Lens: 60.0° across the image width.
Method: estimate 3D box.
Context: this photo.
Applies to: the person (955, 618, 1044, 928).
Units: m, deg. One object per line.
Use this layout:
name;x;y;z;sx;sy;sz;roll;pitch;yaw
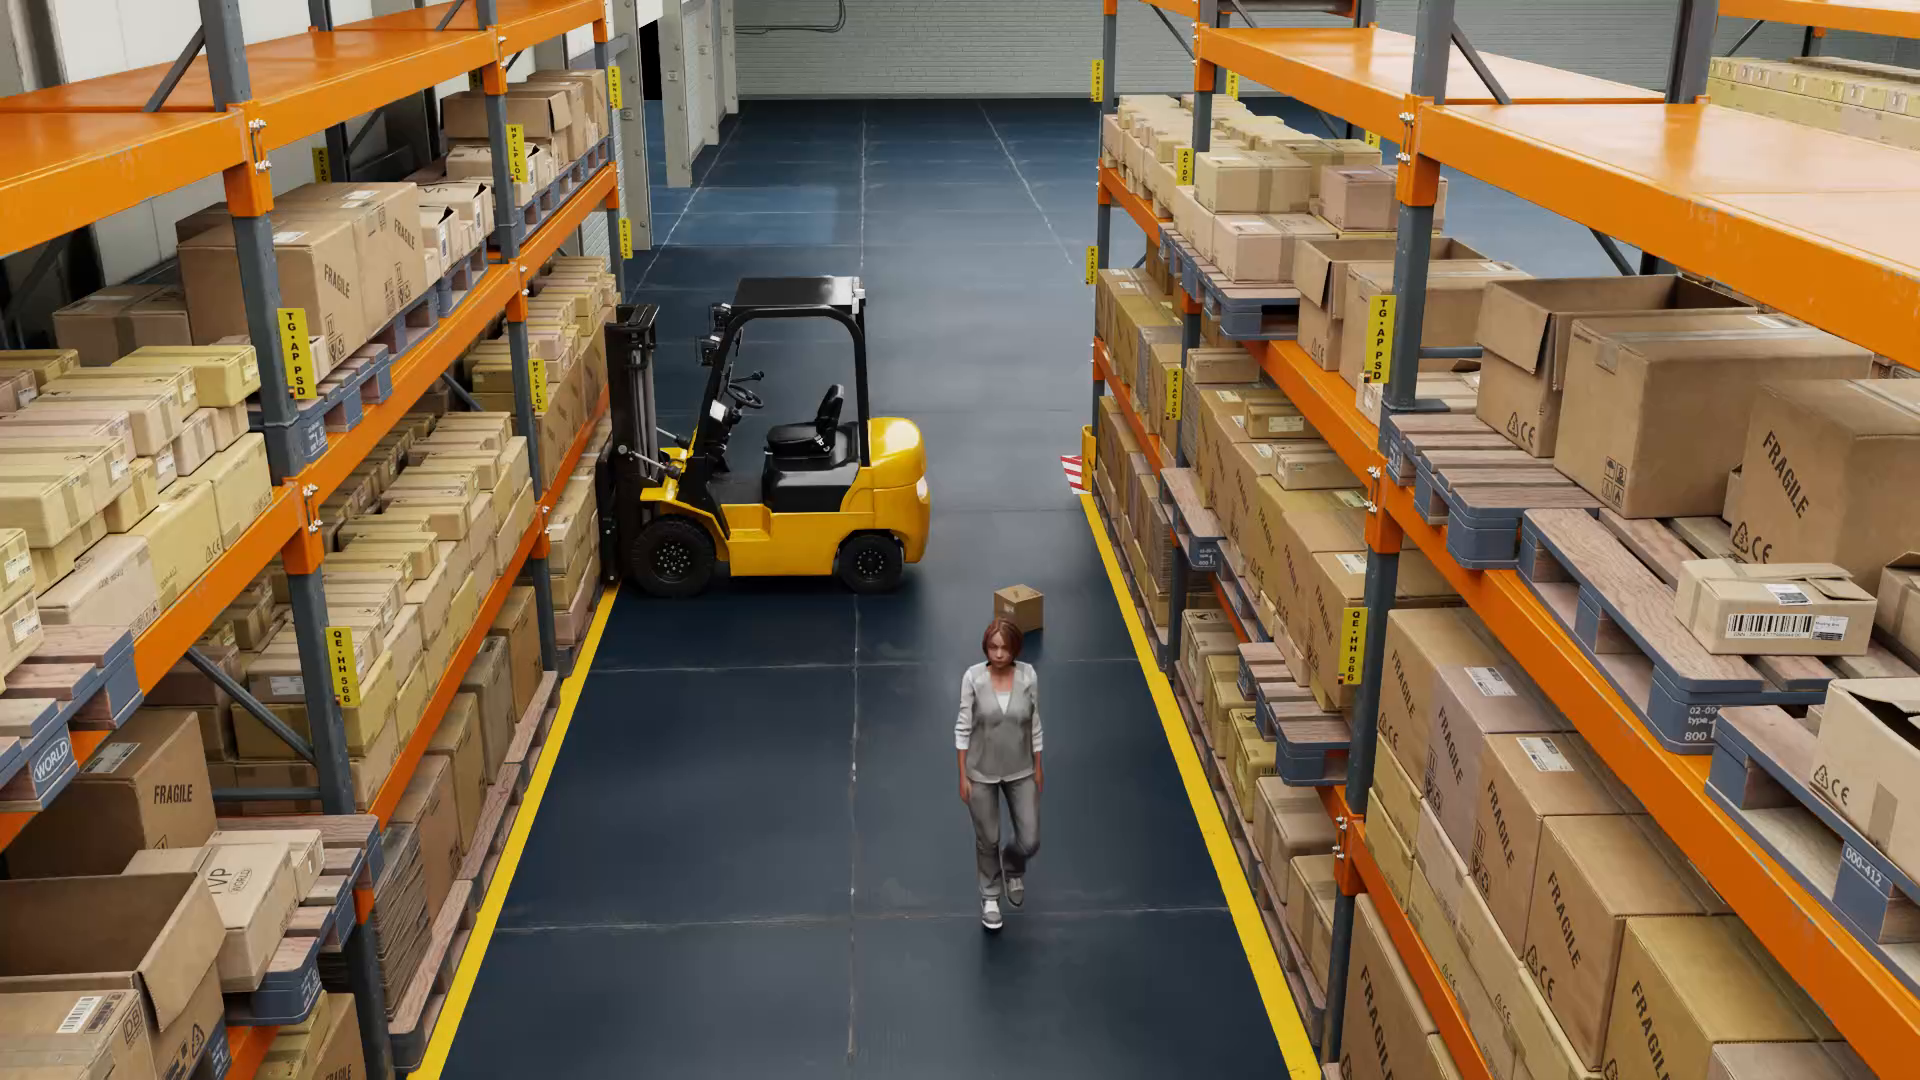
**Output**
person;0.196;1.142;8.009;0.436;1.586;0.417;-2;21;-4
